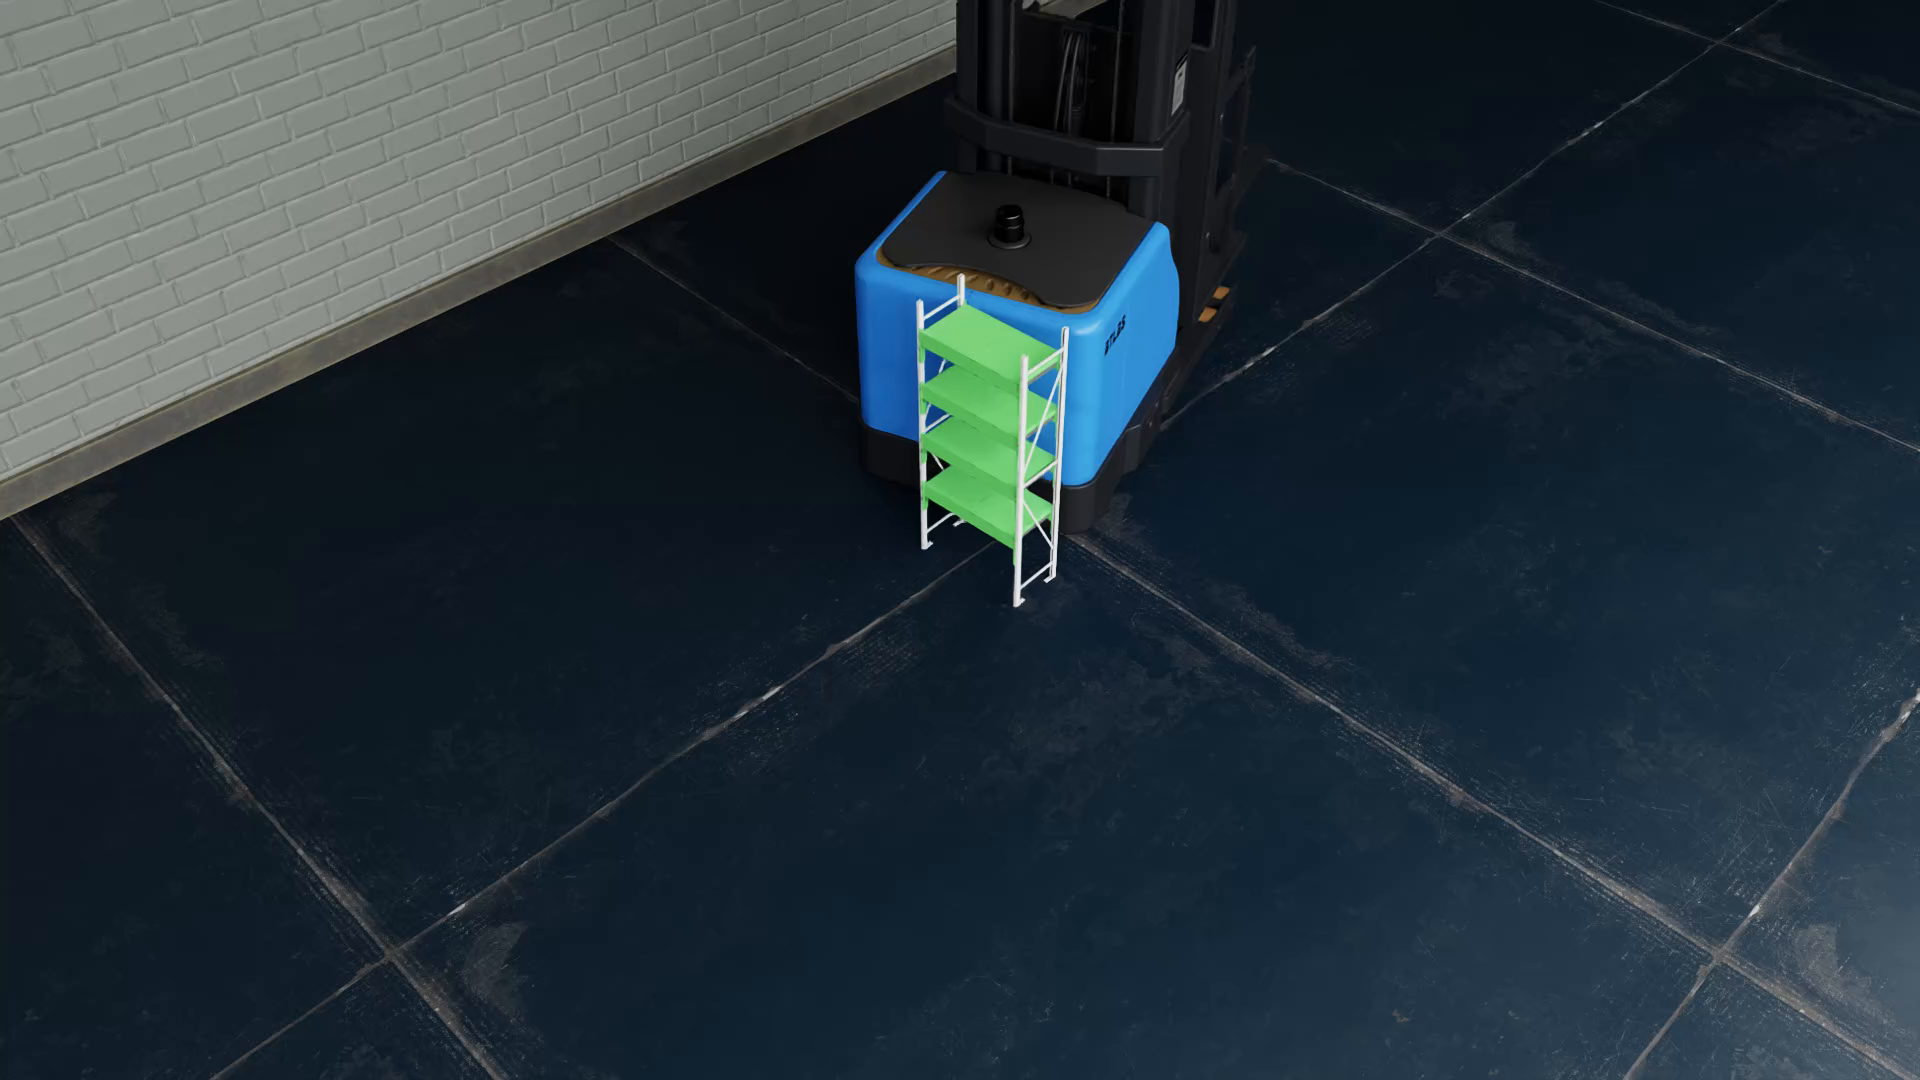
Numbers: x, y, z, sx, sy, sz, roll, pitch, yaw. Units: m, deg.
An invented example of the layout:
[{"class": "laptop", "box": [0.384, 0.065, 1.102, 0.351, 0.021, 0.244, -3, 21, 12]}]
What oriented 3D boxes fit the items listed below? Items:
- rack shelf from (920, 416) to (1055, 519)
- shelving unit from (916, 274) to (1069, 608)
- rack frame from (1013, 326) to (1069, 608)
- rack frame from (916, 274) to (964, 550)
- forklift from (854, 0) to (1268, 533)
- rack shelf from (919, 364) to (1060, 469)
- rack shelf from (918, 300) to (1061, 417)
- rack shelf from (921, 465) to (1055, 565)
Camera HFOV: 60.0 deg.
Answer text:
[{"class": "rack shelf", "box": [0.111, -0.304, 6.289, 0.480, 0.148, 0.258, 31, 51, 29]}, {"class": "shelving unit", "box": [0.111, -0.351, 6.246, 0.503, 1.200, 0.258, 31, 51, 29]}, {"class": "rack frame", "box": [0.293, -0.240, 6.126, 0.015, 1.200, 0.240, 31, 51, 29]}, {"class": "rack frame", "box": [-0.070, -0.462, 6.365, 0.015, 1.200, 0.240, 31, 51, 29]}, {"class": "forklift", "box": [0.657, -2.108, 6.872, 1.130, 2.935, 3.031, 17, 46, 18]}, {"class": "rack shelf", "box": [0.111, -0.480, 6.126, 0.480, 0.148, 0.258, 31, 51, 29]}, {"class": "rack shelf", "box": [0.111, -0.656, 5.963, 0.480, 0.148, 0.258, 31, 51, 29]}, {"class": "rack shelf", "box": [0.111, -0.128, 6.452, 0.480, 0.148, 0.258, 31, 51, 29]}]
